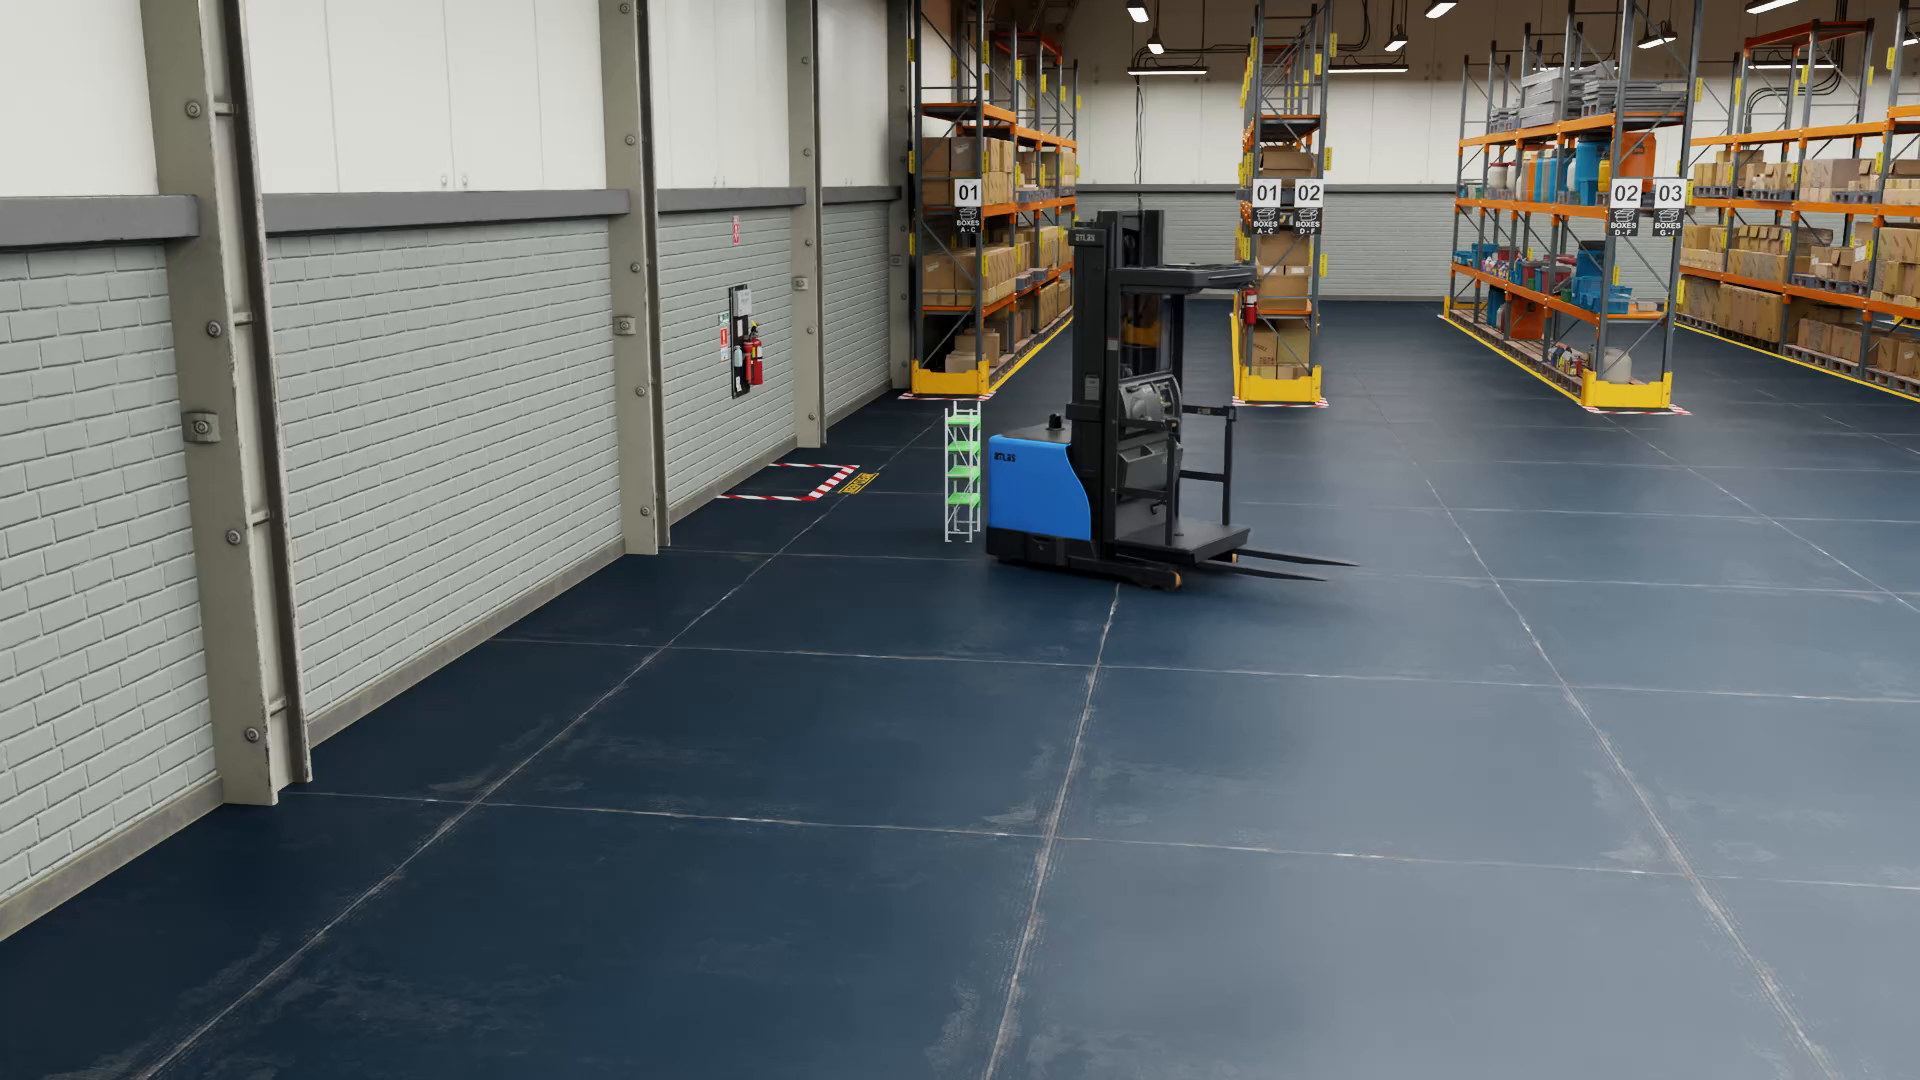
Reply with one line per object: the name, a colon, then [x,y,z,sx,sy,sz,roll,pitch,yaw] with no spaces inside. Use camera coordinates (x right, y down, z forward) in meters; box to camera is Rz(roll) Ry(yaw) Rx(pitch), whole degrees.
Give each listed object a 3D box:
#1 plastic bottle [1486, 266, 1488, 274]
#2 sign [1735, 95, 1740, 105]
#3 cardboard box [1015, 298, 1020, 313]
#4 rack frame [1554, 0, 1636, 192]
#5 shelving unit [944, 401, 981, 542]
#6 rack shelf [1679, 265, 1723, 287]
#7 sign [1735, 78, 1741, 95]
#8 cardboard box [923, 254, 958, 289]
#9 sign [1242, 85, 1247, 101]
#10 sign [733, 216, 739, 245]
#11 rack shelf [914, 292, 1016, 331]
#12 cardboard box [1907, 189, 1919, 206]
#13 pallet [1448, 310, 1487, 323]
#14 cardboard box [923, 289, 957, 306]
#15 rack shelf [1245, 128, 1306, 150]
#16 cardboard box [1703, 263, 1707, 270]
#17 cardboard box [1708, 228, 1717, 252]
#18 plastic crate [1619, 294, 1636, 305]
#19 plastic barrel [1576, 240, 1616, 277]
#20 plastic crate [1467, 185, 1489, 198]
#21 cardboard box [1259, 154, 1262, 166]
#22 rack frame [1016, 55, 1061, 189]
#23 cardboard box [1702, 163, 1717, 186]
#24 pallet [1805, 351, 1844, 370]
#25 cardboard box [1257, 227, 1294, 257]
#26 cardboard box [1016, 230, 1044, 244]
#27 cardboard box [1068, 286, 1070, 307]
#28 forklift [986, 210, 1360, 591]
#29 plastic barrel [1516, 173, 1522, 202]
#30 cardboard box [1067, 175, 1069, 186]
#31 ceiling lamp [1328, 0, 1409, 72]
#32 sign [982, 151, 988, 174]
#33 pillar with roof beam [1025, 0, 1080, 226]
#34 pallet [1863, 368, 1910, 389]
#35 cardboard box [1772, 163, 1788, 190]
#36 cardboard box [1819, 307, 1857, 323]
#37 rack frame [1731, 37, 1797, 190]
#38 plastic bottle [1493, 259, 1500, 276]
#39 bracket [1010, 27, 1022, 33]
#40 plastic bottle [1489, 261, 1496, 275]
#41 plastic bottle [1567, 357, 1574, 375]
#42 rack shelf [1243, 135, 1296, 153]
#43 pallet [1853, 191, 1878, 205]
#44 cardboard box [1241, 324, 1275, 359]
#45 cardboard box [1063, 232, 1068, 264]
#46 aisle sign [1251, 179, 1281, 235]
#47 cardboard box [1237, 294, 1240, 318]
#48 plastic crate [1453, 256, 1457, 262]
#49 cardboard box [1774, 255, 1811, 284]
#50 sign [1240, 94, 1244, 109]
plastic bottle: [10.906,-5.586,34.266,0.097,0.201,0.097,0,12,0]
sign: [17.513,-9.967,37.476,0.100,0.325,0.005,2,12,9]
cardboard box: [0.856,-4.467,31.710,0.500,0.250,0.500,2,12,10]
rack frame: [10.239,-7.154,26.831,1.000,3.000,0.127,2,12,9]
shelving unit: [0.025,-0.621,15.027,0.258,1.200,0.503,2,12,9]
rack shelf: [16.671,-5.791,36.454,1.077,0.370,4.000,2,12,9]
sign: [15.819,-9.216,33.806,0.100,0.325,0.005,2,12,9]
cardboard box: [-0.303,-4.118,25.511,0.500,0.500,0.500,2,12,8]
sign: [6.042,-9.498,35.300,0.100,0.325,0.005,2,12,9]
sign: [-2.353,-3.256,17.481,0.001,0.298,0.199,2,12,9]
rack shelf: [0.142,-3.775,27.097,1.077,0.370,4.000,2,12,9]
cardboard box: [14.647,-5.156,25.032,0.500,0.250,0.500,1,12,6]
pallet: [11.919,-5.186,38.557,1.003,0.211,1.213,2,12,9]
cardboard box: [-0.285,-3.750,25.583,0.500,0.250,0.500,2,12,9]
rack shelf: [5.653,-7.185,29.629,1.077,0.370,4.000,2,12,9]
cardboard box: [16.245,-5.892,35.810,0.380,0.149,0.250,2,12,10]
cardboard box: [16.251,-6.374,35.319,0.500,0.500,0.500,2,12,9]
plastic crate: [10.240,-3.747,25.884,0.530,0.136,0.437,2,12,9]
plastic barrel: [10.598,-4.537,27.738,0.600,0.901,0.708,2,12,9]
plastic crate: [11.439,-7.677,36.656,0.437,0.282,0.530,2,12,9]
cardboard box: [4.967,-5.835,26.254,0.797,0.503,0.637,3,13,15]
rack frame: [1.680,-9.141,36.048,1.000,3.000,0.127,2,12,9]
cardboard box: [16.714,-7.996,36.386,0.700,0.500,0.500,1,12,5]
pallet: [15.437,-3.115,28.946,1.003,0.211,1.213,2,12,9]
cardboard box: [5.129,-4.764,26.663,0.700,0.500,0.500,2,12,9]
cardboard box: [1.394,-6.038,33.121,0.500,0.250,0.500,2,12,10]
cardboard box: [2.287,-5.875,40.072,0.700,0.500,0.500,2,12,9]
forklift: [1.718,-1.155,13.398,3.031,2.935,1.130,9,15,34]
plastic barrel: [10.504,-6.521,30.745,0.421,0.512,0.421,0,12,0]
cardboard box: [2.211,-8.203,37.940,0.500,0.250,0.500,2,12,7]
ceiling lamp: [10.075,-13.144,40.769,2.000,3.185,0.800,2,12,9]
sign: [0.371,-5.586,24.599,0.100,0.325,0.005,2,12,9]
pillar with roof beam: [6.110,-10.424,42.003,9.100,9.000,0.548,2,12,9]
pallet: [15.065,-2.557,26.358,1.003,0.211,1.213,2,12,9]
cardboard box: [15.817,-6.926,31.658,0.500,0.500,0.500,3,12,12]
cardboard box: [15.603,-4.002,29.555,0.500,0.250,0.500,3,13,15]
rack frame: [16.363,-8.659,33.814,1.000,3.000,0.127,2,12,9]
plastic bottle: [10.785,-5.464,33.346,0.144,0.351,0.185,2,12,9]
bracket: [1.220,-10.976,36.021,0.235,0.232,0.430,2,12,9]
plastic bottle: [10.879,-5.550,33.919,0.152,0.276,0.135,2,12,9]
plastic bottle: [9.473,-2.698,25.795,0.061,0.283,0.133,2,12,10]
rack shelf: [6.268,-8.018,33.493,1.077,0.370,4.000,2,12,9]
pallet: [15.333,-5.561,27.003,1.213,0.211,1.003,2,12,9]
cardboard box: [4.658,-3.108,26.045,0.500,0.500,0.500,2,12,9]
cardboard box: [2.000,-6.771,38.579,0.980,0.700,0.700,1,12,6]
aisle sign: [4.430,-4.817,24.055,0.394,0.787,0.004,2,12,9]
cardboard box: [6.383,-5.169,36.749,0.500,0.500,0.500,2,12,9]
plastic crate: [11.590,-6.515,38.589,0.250,0.136,0.298,2,12,9]
cardboard box: [15.579,-5.054,31.086,0.500,0.500,0.500,2,12,10]
sign: [6.655,-10.327,39.146,0.100,0.325,0.005,2,12,9]
